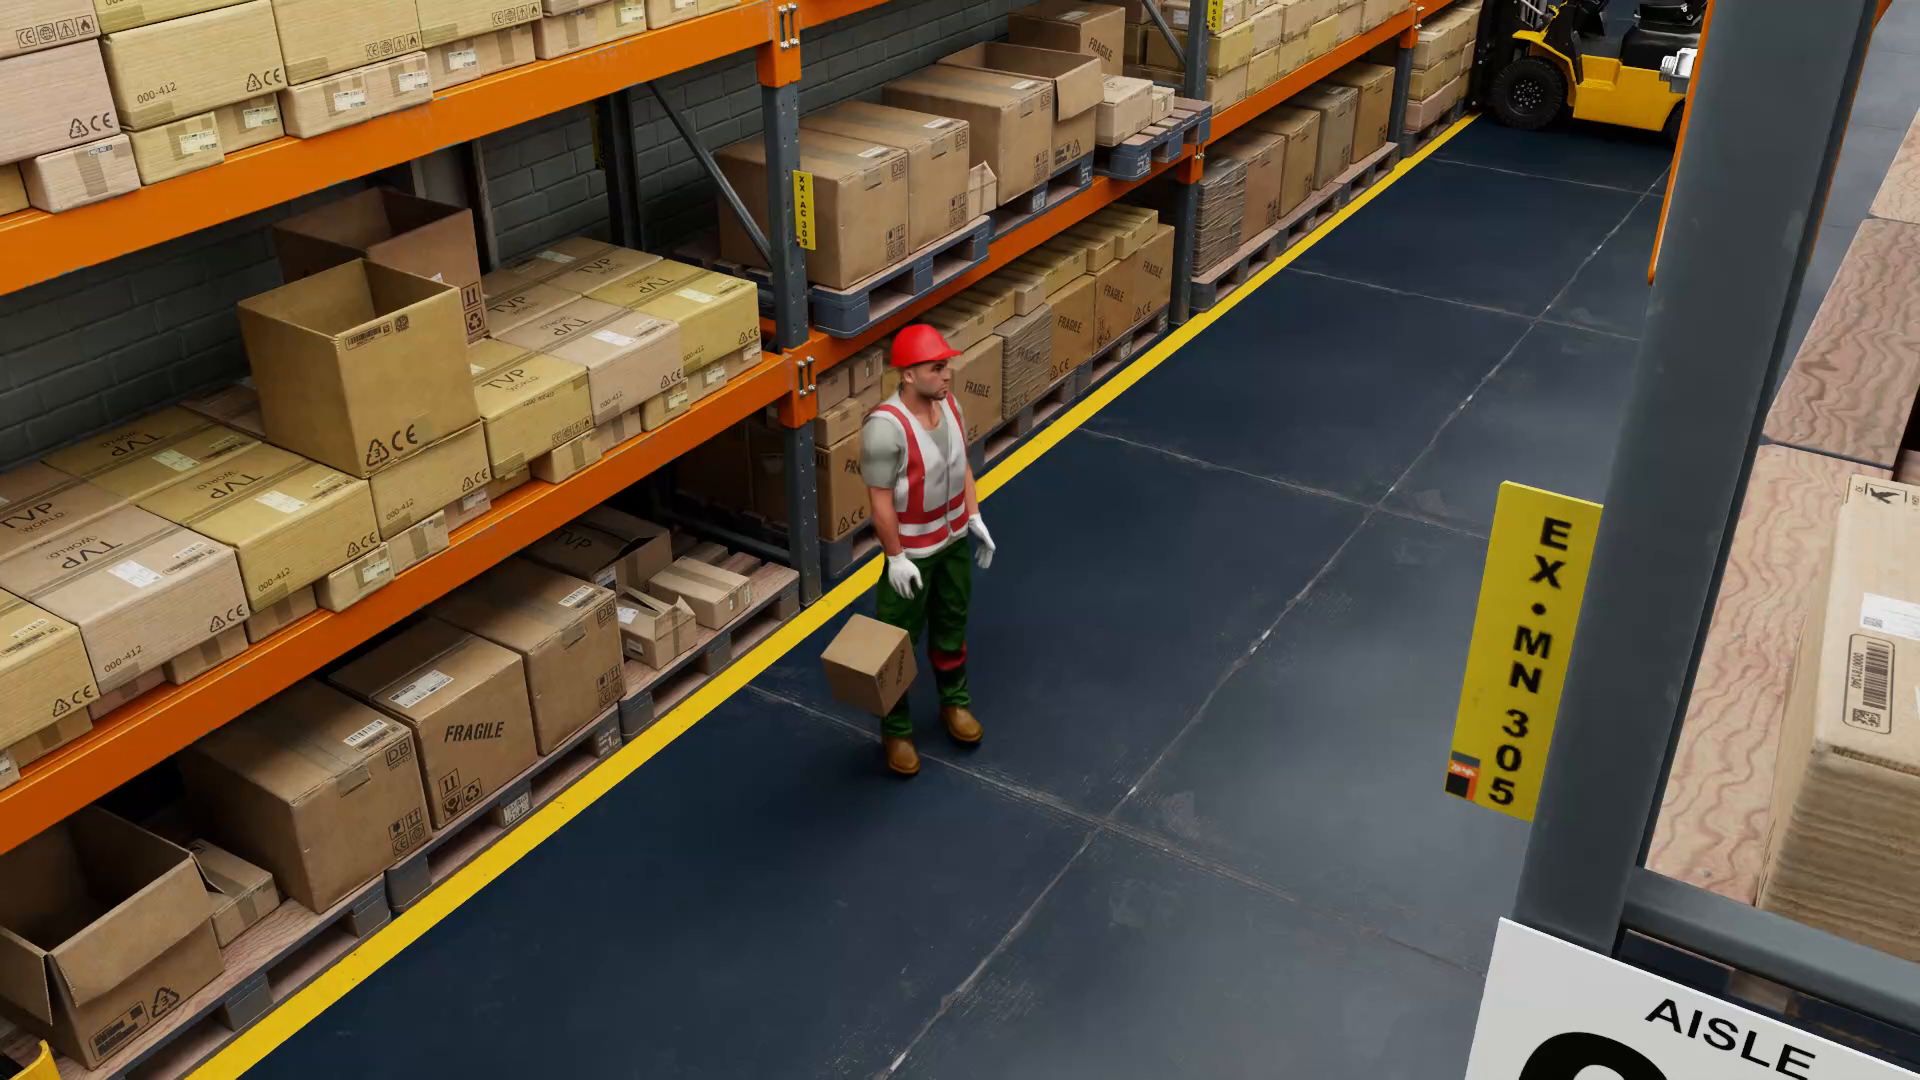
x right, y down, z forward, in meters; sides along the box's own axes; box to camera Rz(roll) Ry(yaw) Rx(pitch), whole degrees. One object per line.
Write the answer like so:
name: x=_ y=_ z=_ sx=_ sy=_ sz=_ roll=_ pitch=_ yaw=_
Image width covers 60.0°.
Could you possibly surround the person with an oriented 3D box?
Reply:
person: x=-0.132 y=0.033 z=6.500 sx=0.442 sy=1.800 sz=0.580 roll=23 pitch=37 yaw=34
